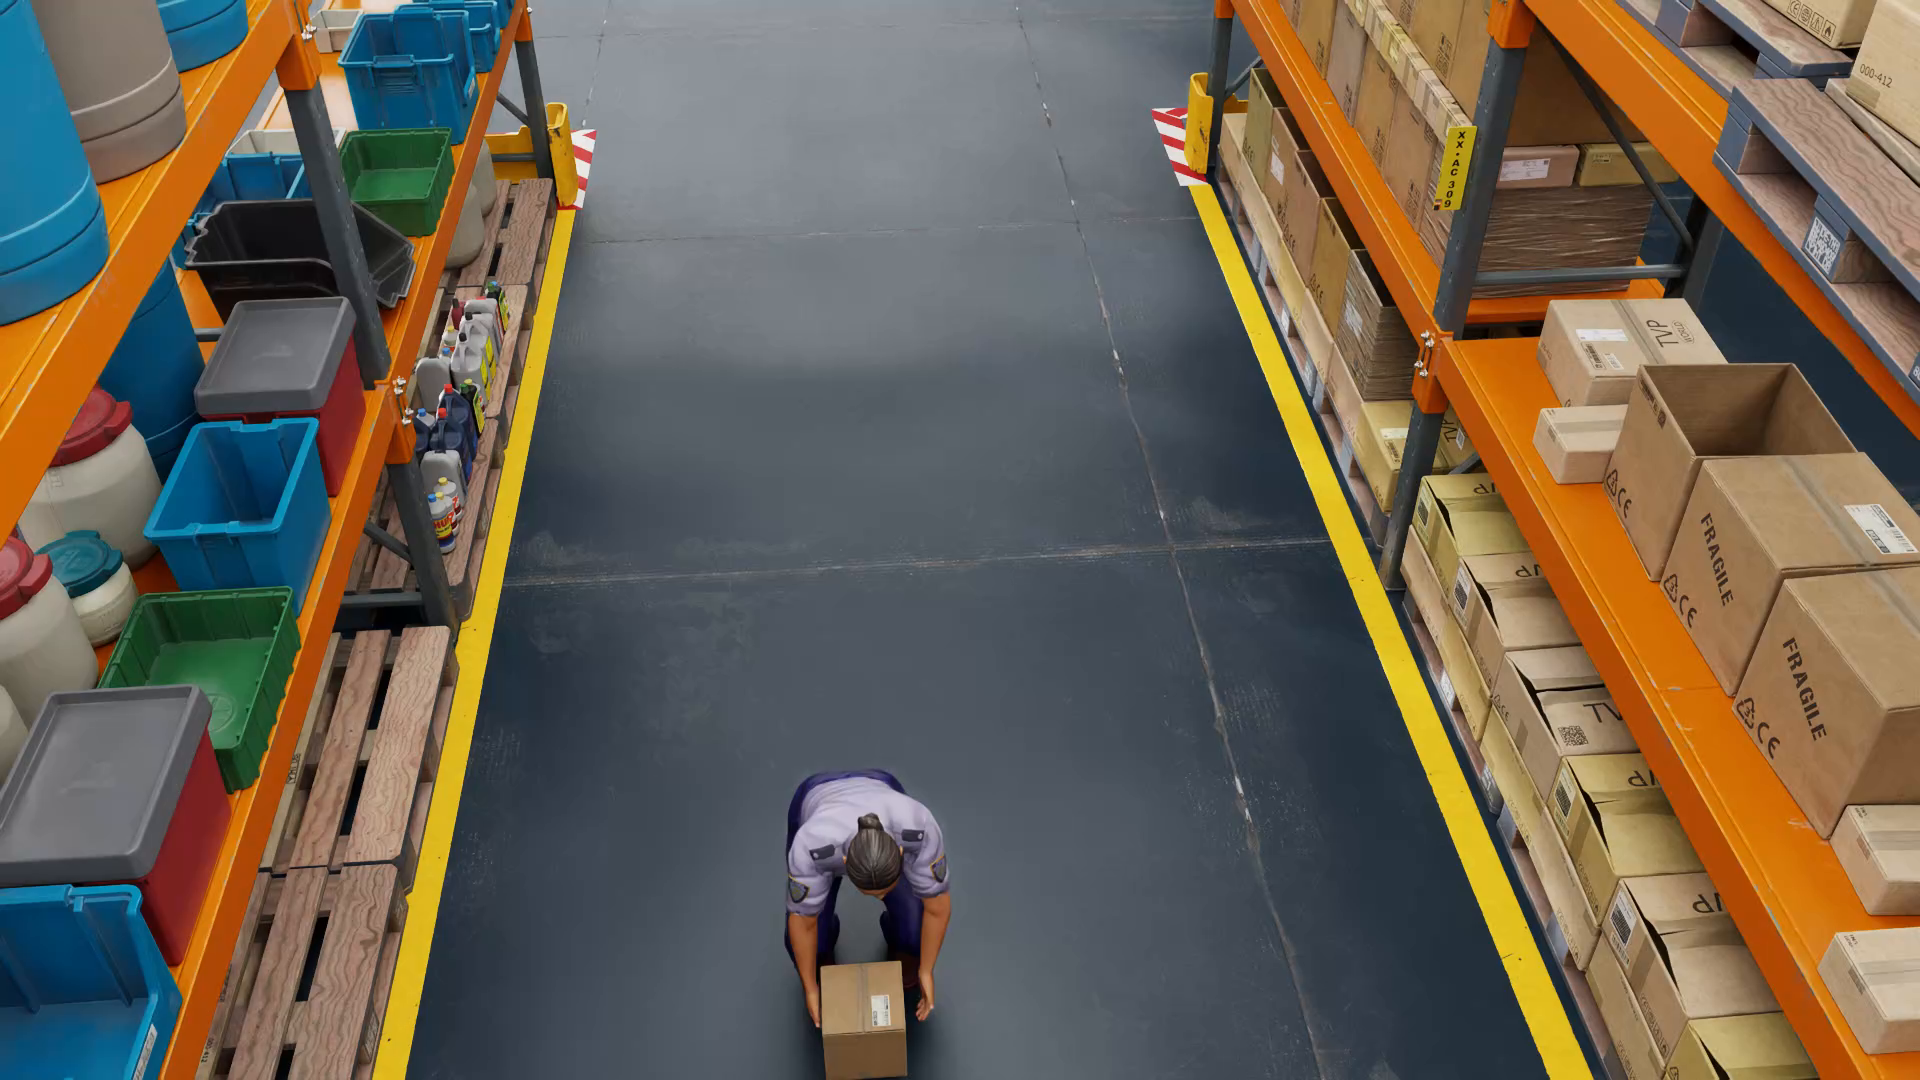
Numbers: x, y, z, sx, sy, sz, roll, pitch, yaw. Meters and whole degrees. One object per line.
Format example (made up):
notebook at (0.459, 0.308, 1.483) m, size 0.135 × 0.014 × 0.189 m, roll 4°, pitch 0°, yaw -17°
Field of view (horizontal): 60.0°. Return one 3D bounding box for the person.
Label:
person at (-0.307, 1.082, 5.322) m, size 0.531 × 1.053 × 0.783 m, roll -3°, pitch 39°, yaw -4°
